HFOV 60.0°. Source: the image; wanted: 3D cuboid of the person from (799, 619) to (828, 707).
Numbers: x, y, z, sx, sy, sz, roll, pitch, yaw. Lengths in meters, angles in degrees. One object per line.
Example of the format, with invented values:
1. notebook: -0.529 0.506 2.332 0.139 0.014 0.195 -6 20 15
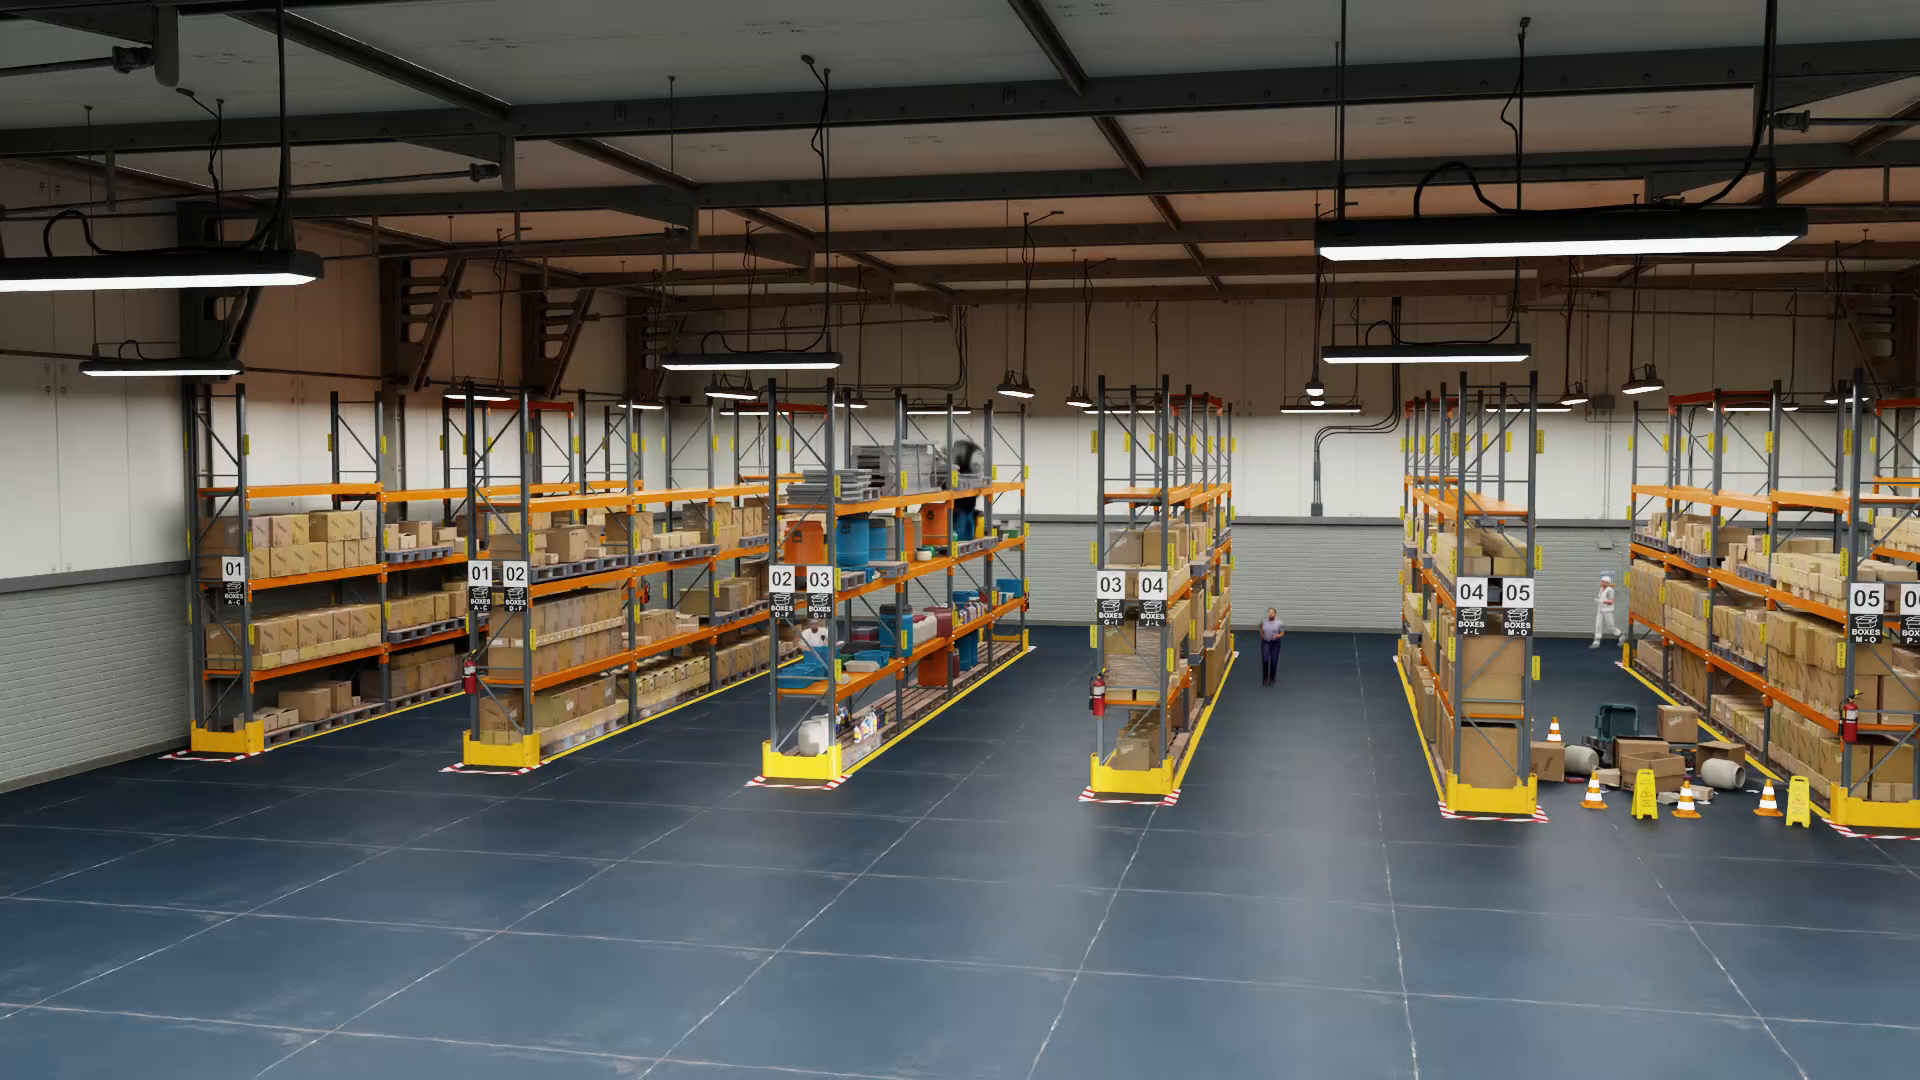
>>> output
1. person: -2.760 2.316 32.092 0.675 1.752 0.996 0 3 0

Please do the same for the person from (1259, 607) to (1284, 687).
1. person: 6.488 2.225 34.615 0.495 1.665 0.779 0 3 7

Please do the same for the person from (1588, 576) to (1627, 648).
1. person: 15.780 1.761 40.545 0.991 1.769 0.661 -1 3 -12
